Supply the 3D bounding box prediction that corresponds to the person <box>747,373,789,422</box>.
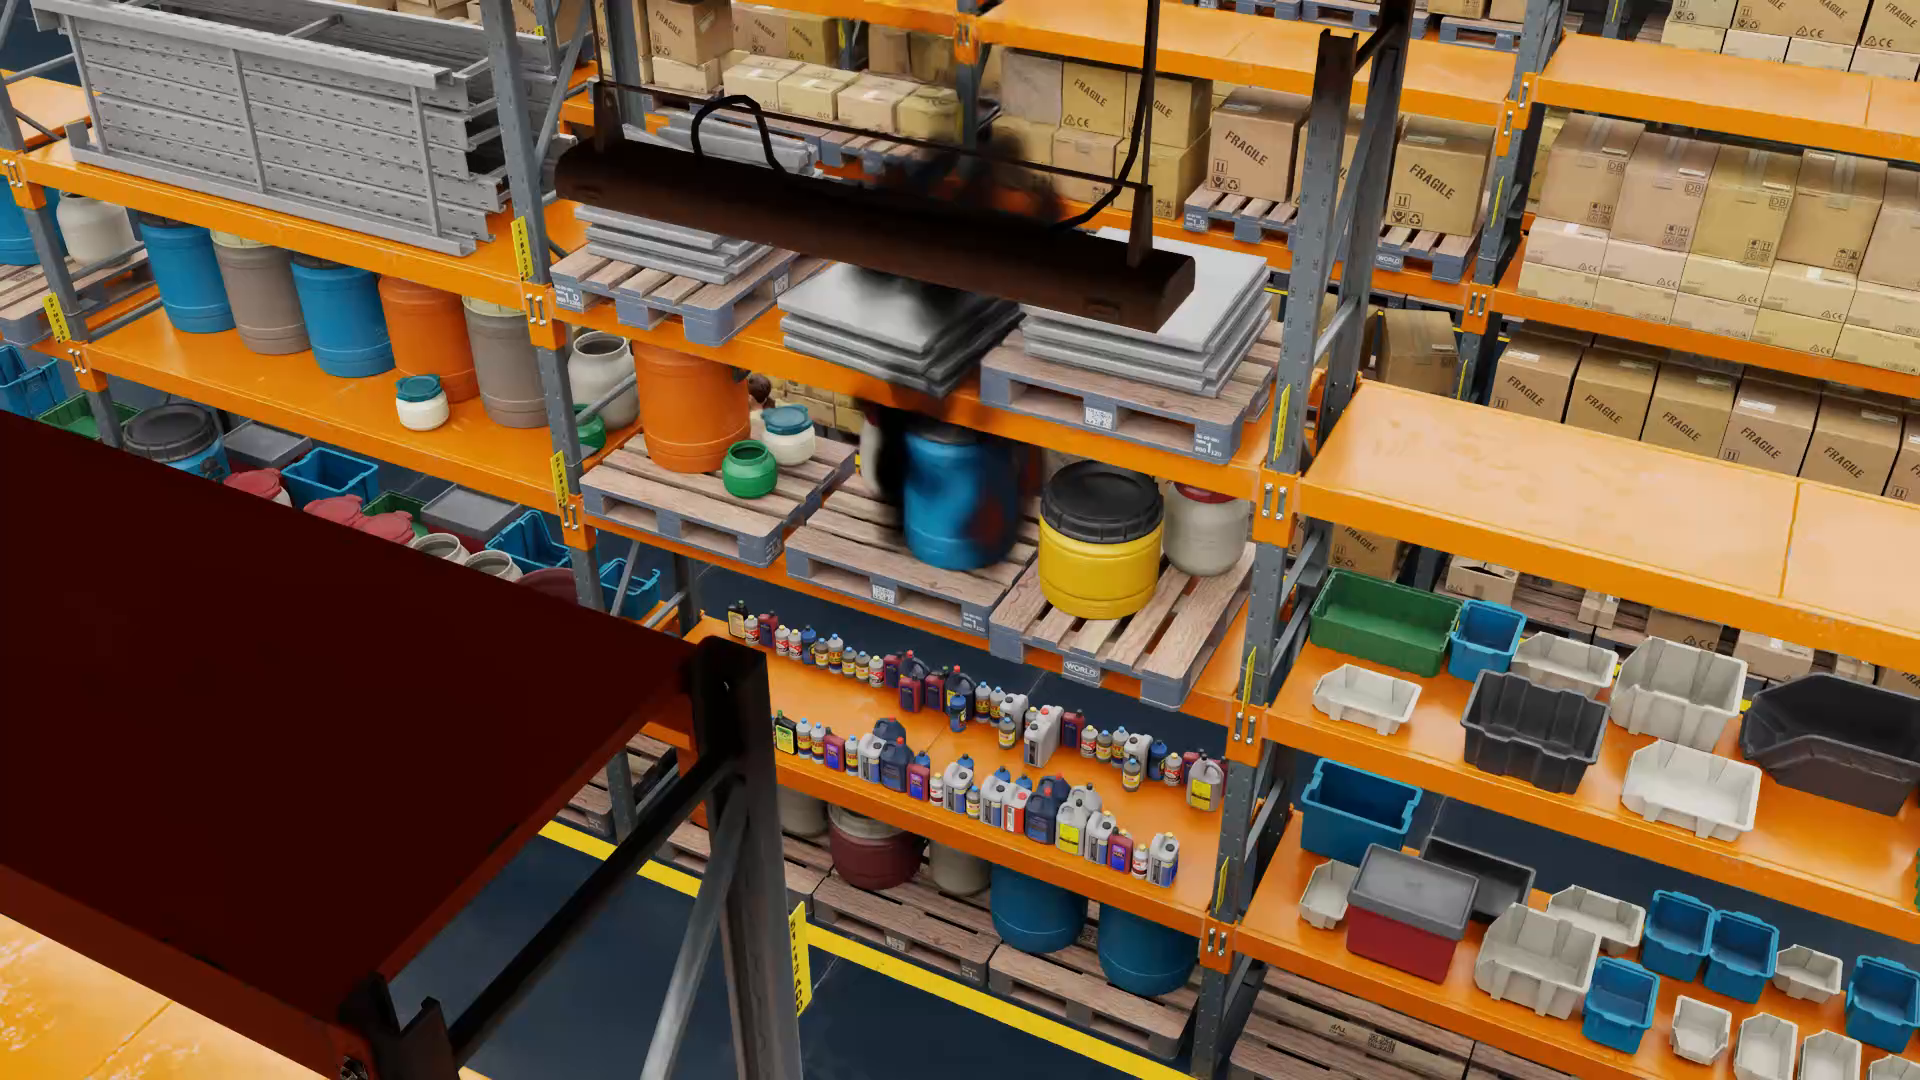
[{"bbox_3d":[-1.535,-0.522,12.656,0.915,1.697,0.570,13,37,17],"label":"person"}]
